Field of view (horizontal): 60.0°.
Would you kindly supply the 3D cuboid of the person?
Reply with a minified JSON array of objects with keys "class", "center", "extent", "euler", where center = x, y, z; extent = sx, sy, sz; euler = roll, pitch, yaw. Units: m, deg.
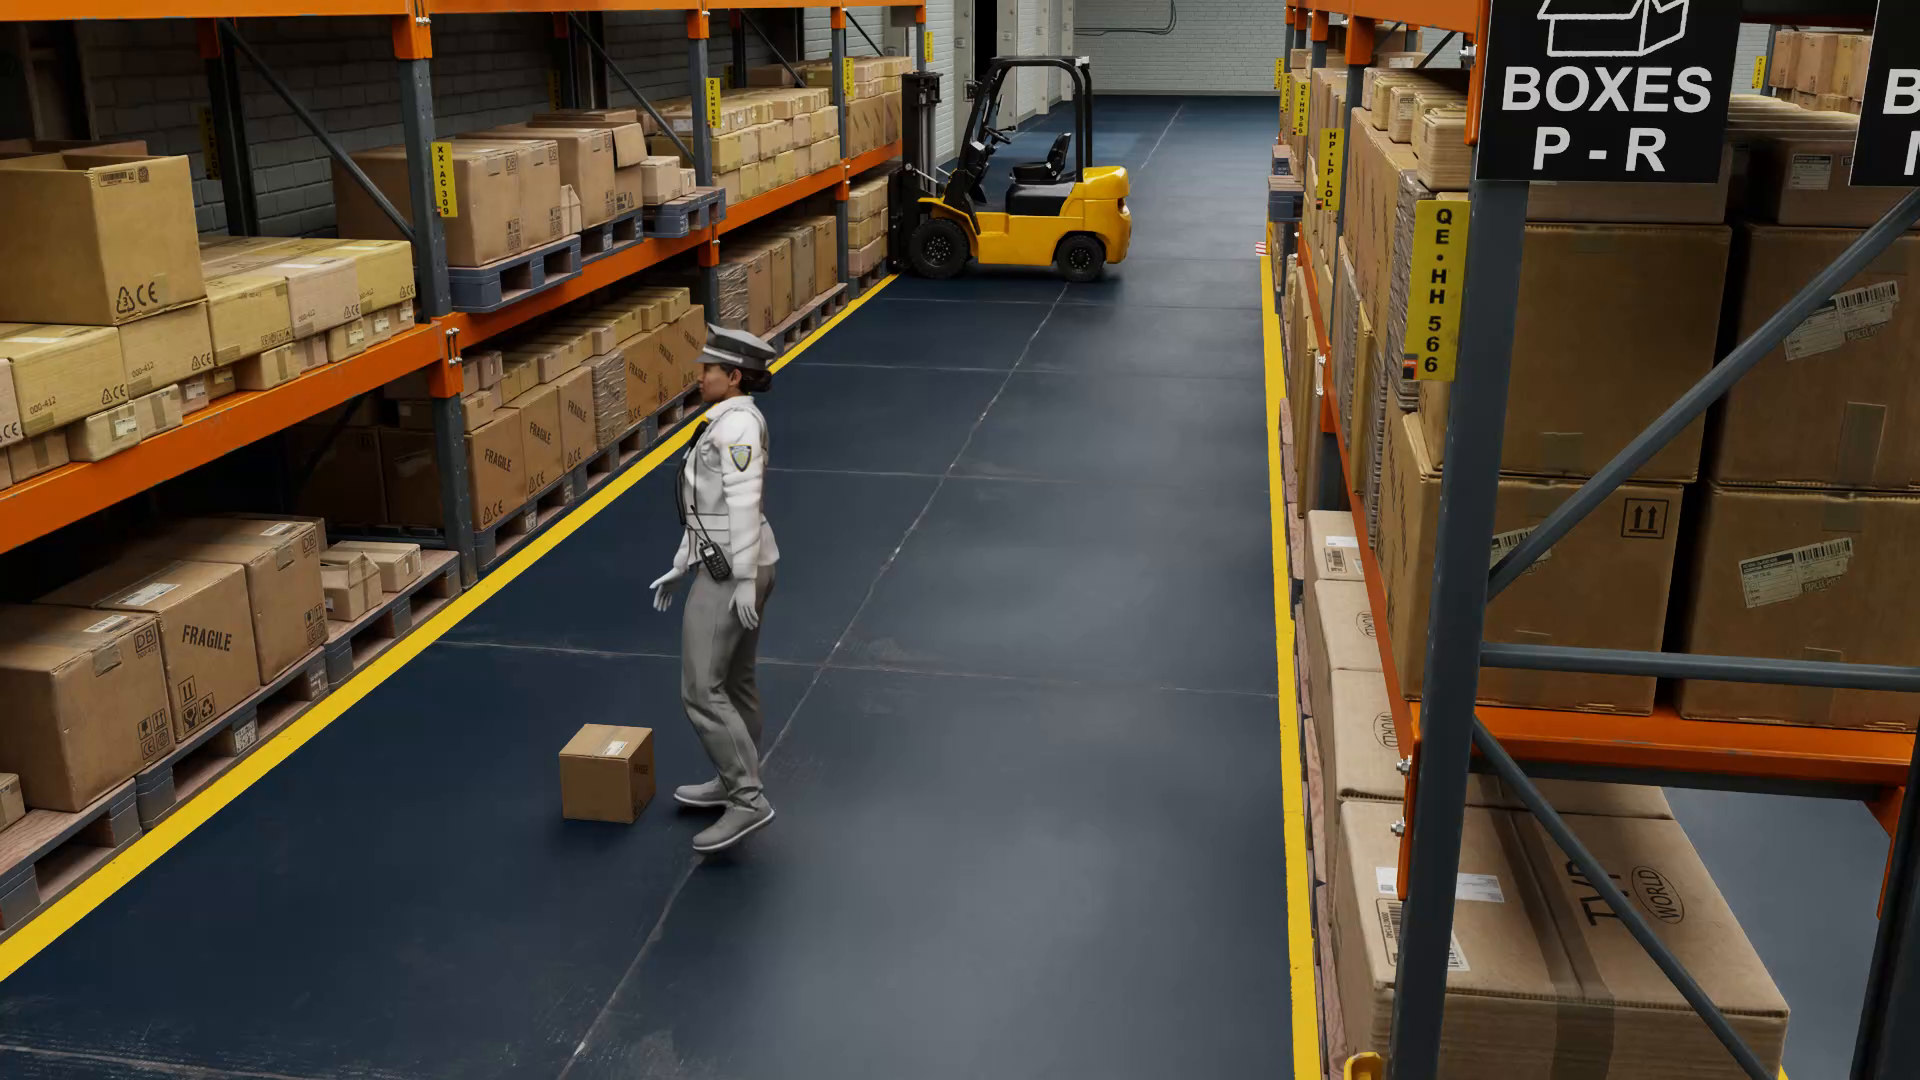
[{"class":"person","center":[-0.827,0.156,5.487],"extent":[0.485,1.686,0.717],"euler":[2,18,5]}]
